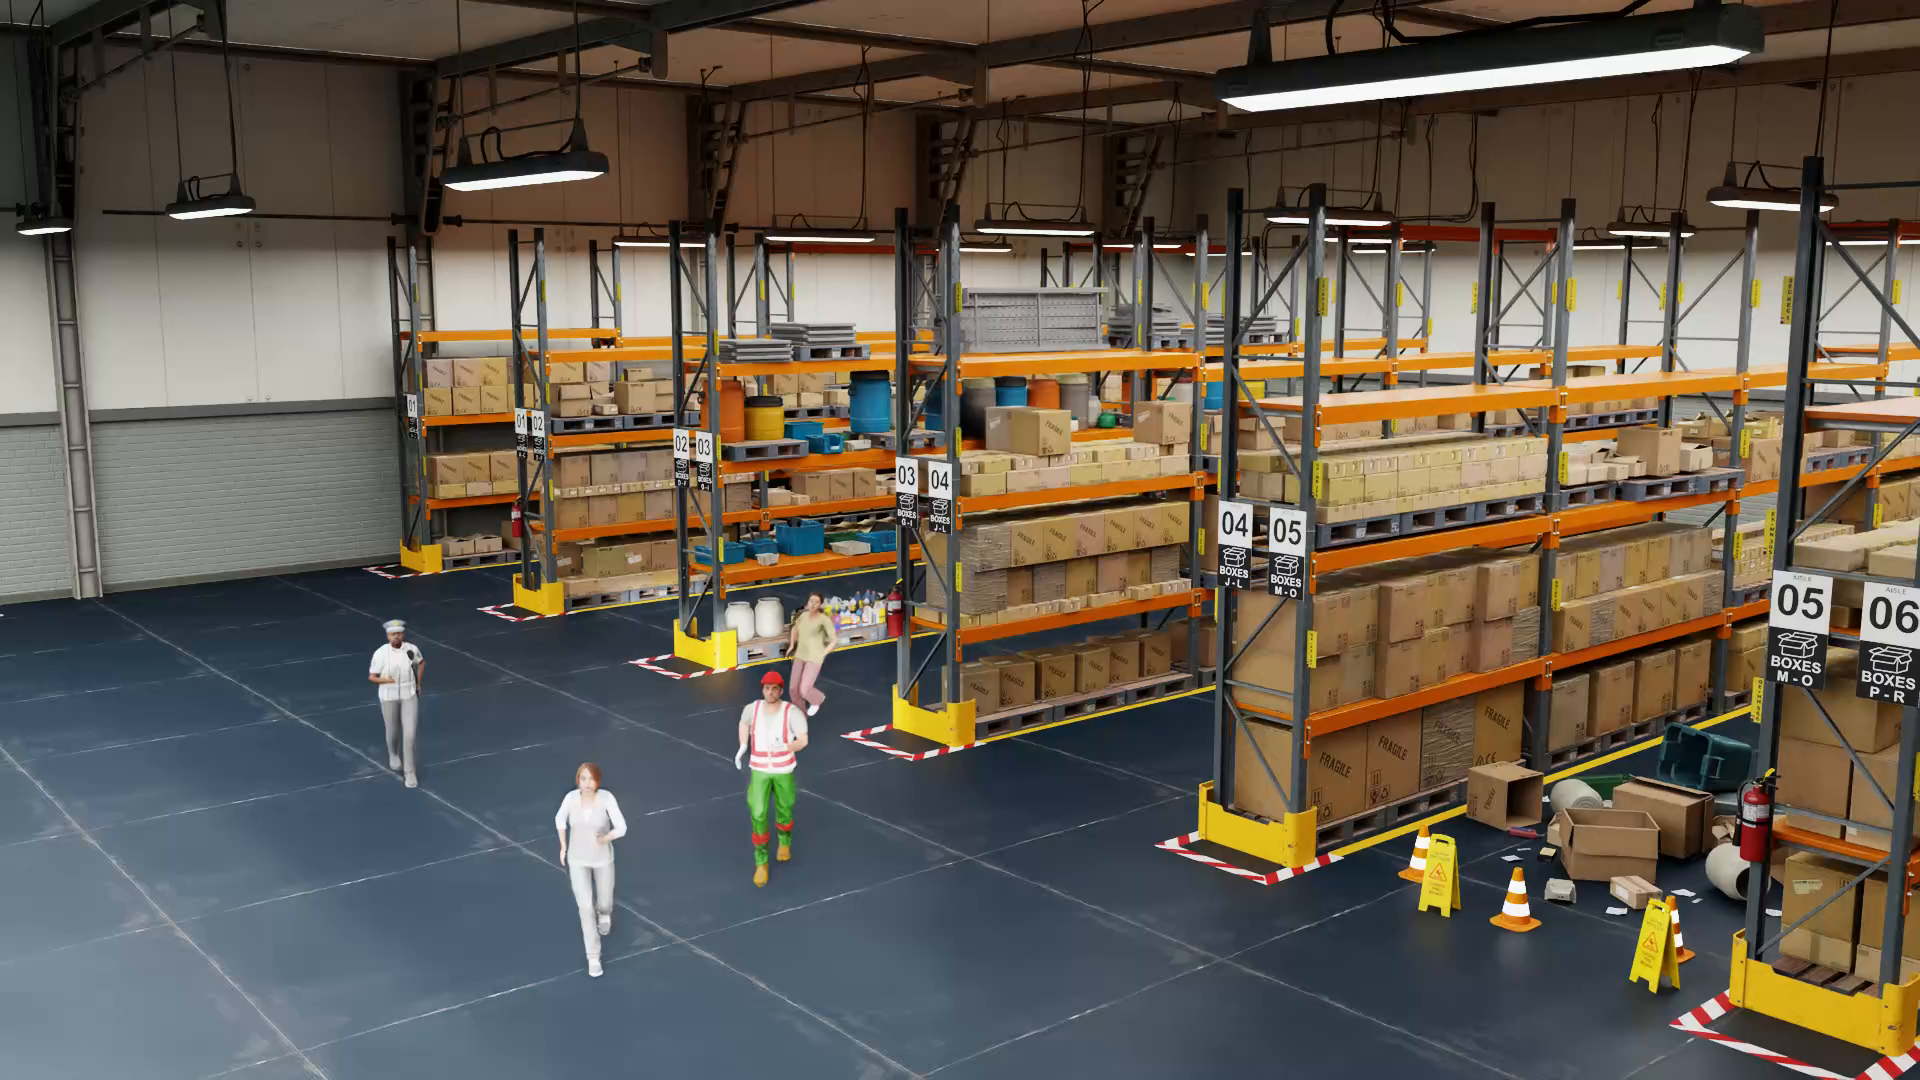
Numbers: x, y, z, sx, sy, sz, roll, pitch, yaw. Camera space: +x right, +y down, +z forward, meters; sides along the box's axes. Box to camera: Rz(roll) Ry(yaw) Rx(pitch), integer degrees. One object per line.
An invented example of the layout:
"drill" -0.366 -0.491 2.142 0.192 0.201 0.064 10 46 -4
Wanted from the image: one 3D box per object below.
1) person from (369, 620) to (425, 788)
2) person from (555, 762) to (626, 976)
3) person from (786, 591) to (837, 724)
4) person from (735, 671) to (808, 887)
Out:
"person" -5.842 1.656 17.326 0.581 1.699 0.876 -4 10 -23
"person" -2.810 2.445 12.694 0.538 1.572 0.804 -1 9 -9
"person" -1.715 1.407 19.472 0.630 1.615 0.606 4 10 26
"person" -1.649 2.043 14.608 0.653 1.829 0.795 0 9 -1
